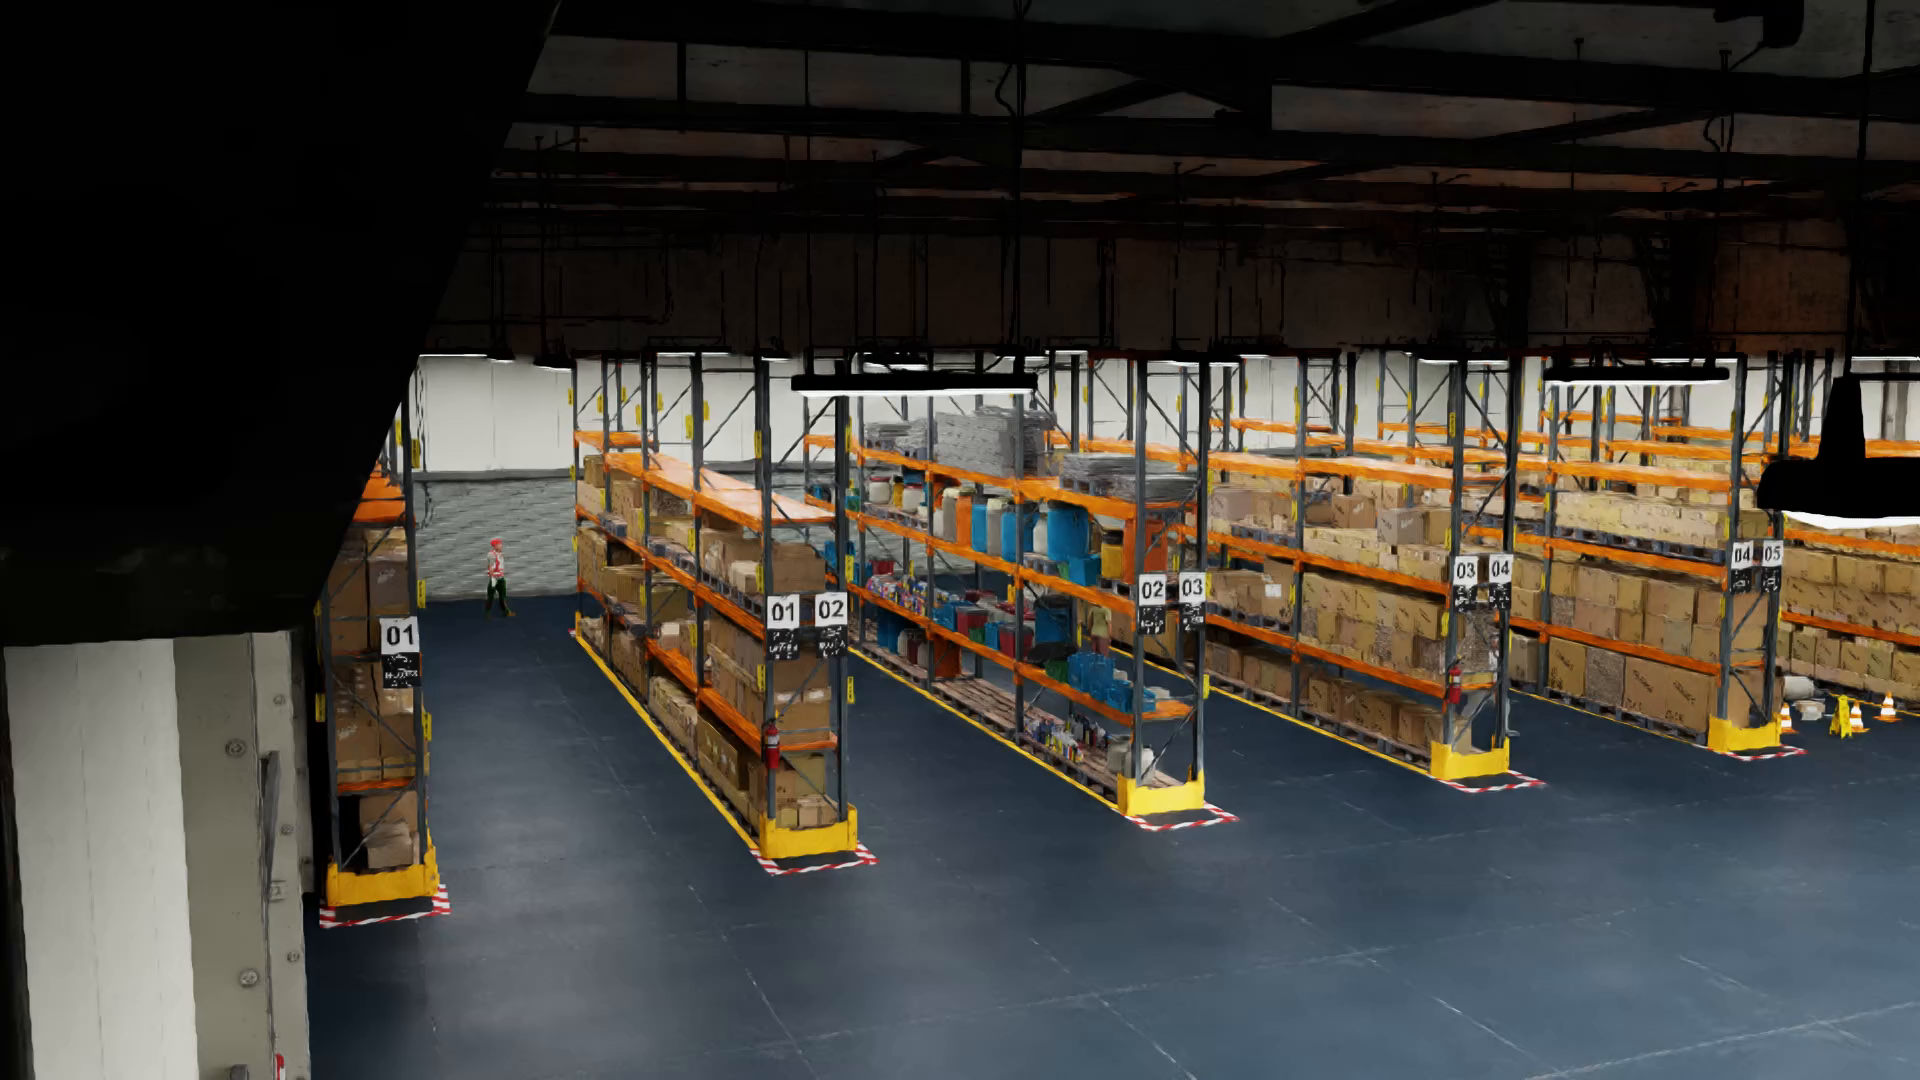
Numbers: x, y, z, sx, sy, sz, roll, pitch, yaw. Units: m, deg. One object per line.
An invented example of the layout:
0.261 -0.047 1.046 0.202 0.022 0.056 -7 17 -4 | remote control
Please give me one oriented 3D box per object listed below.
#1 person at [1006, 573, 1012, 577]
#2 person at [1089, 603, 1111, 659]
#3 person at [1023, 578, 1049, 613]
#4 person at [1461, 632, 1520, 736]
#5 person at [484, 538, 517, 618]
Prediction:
1.484 0.095 43.372 0.579 1.714 0.605 4 8 27 | person
2.565 1.752 30.092 0.498 1.675 0.441 6 9 40 | person
1.531 1.202 34.470 0.677 1.726 0.574 -3 8 -23 | person
8.282 2.243 26.105 0.705 1.692 0.850 -6 9 -38 | person
-10.301 0.831 37.043 0.533 1.786 0.700 2 7 15 | person
